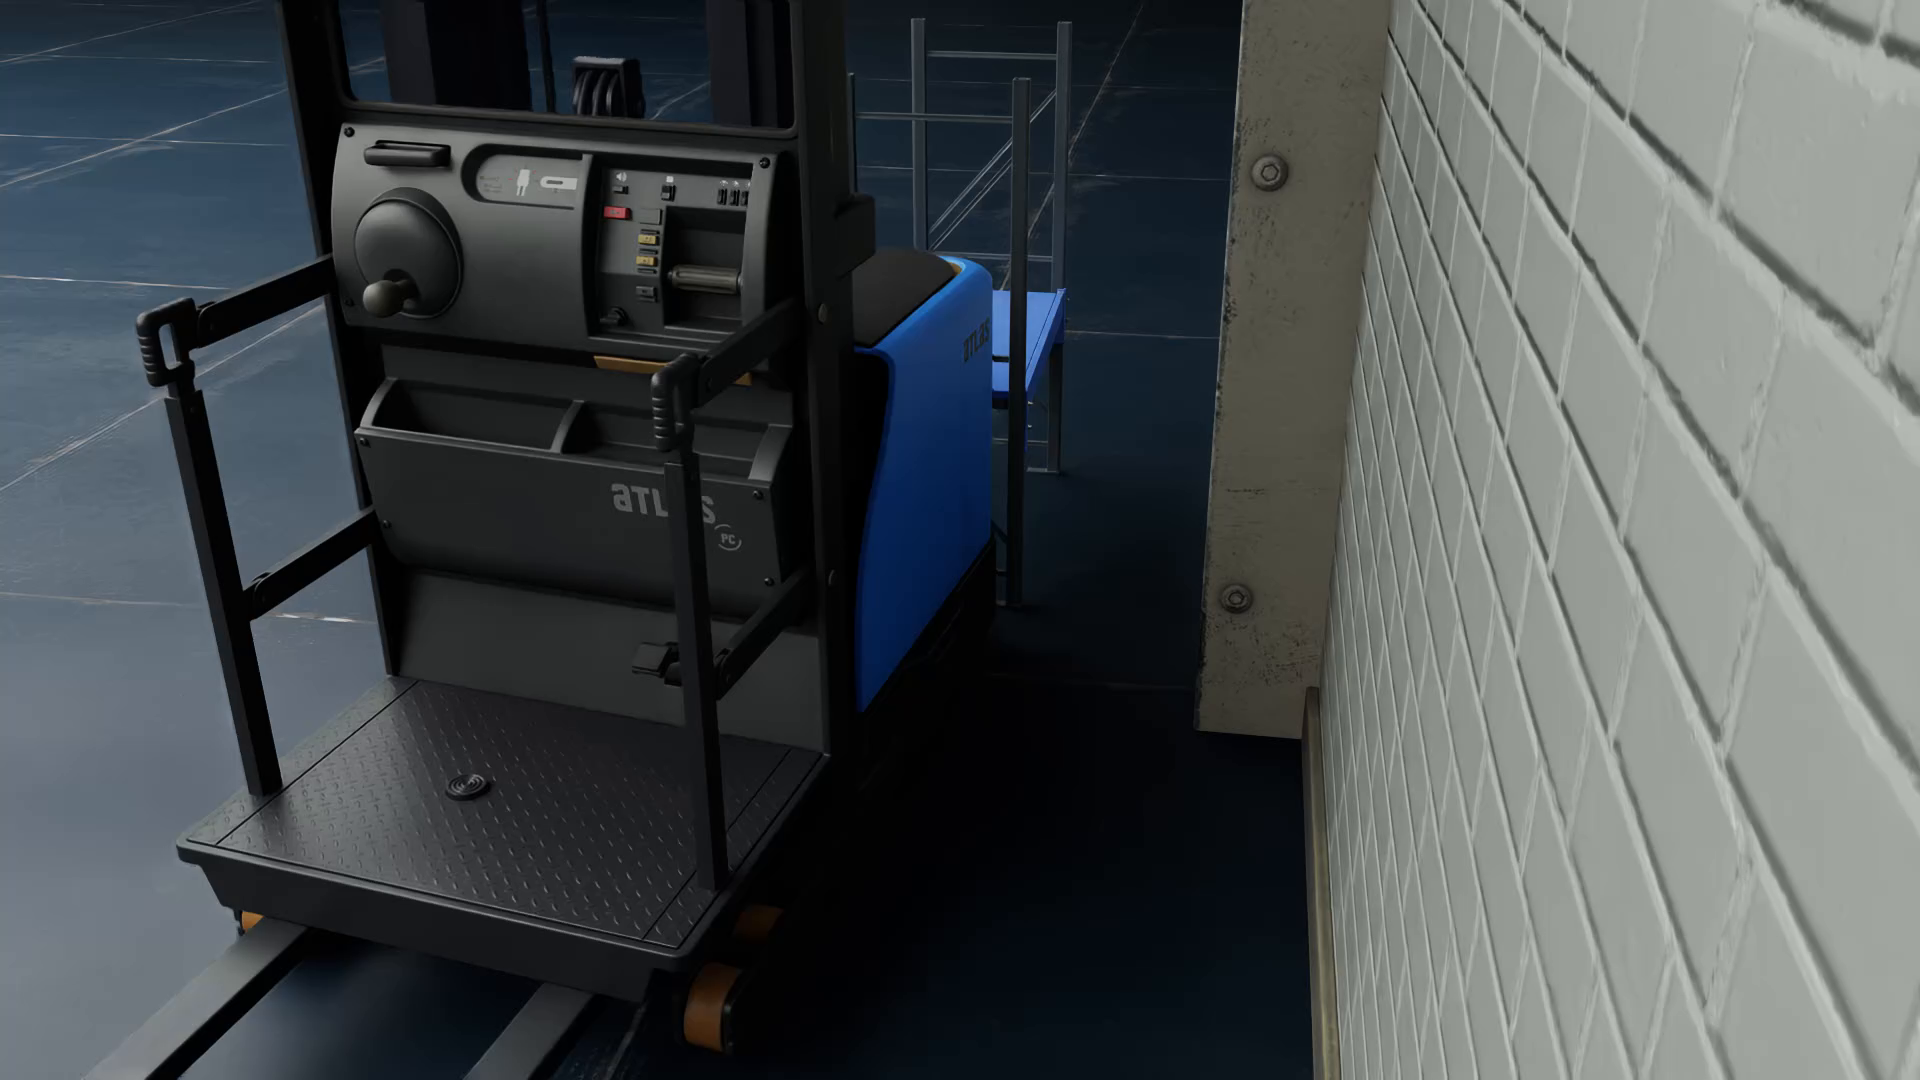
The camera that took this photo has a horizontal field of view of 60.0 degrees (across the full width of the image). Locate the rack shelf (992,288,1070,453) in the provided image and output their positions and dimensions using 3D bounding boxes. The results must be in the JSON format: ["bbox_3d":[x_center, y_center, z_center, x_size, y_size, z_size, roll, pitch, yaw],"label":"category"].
[{"bbox_3d":[0.014,-0.552,5.085,0.538,0.185,1.000,4,25,9],"label":"rack shelf"}]

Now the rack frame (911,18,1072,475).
[{"bbox_3d":[0.097,-0.928,5.462,0.500,1.500,0.032,4,25,9],"label":"rack frame"}]

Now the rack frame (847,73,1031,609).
[{"bbox_3d":[-0.069,-0.502,4.554,0.500,1.500,0.032,4,25,9],"label":"rack frame"}]

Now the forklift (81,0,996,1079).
[{"bbox_3d":[-0.842,-0.545,2.957,1.130,2.935,3.031,8,26,16],"label":"forklift"}]

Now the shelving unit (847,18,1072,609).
[{"bbox_3d":[0.014,-0.715,5.008,0.538,1.500,1.048,4,25,9],"label":"shelving unit"}]

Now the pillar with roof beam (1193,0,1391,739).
[{"bbox_3d":[-3.471,-3.965,3.106,9.100,9.000,0.400,4,25,9],"label":"pillar with roof beam"}]
